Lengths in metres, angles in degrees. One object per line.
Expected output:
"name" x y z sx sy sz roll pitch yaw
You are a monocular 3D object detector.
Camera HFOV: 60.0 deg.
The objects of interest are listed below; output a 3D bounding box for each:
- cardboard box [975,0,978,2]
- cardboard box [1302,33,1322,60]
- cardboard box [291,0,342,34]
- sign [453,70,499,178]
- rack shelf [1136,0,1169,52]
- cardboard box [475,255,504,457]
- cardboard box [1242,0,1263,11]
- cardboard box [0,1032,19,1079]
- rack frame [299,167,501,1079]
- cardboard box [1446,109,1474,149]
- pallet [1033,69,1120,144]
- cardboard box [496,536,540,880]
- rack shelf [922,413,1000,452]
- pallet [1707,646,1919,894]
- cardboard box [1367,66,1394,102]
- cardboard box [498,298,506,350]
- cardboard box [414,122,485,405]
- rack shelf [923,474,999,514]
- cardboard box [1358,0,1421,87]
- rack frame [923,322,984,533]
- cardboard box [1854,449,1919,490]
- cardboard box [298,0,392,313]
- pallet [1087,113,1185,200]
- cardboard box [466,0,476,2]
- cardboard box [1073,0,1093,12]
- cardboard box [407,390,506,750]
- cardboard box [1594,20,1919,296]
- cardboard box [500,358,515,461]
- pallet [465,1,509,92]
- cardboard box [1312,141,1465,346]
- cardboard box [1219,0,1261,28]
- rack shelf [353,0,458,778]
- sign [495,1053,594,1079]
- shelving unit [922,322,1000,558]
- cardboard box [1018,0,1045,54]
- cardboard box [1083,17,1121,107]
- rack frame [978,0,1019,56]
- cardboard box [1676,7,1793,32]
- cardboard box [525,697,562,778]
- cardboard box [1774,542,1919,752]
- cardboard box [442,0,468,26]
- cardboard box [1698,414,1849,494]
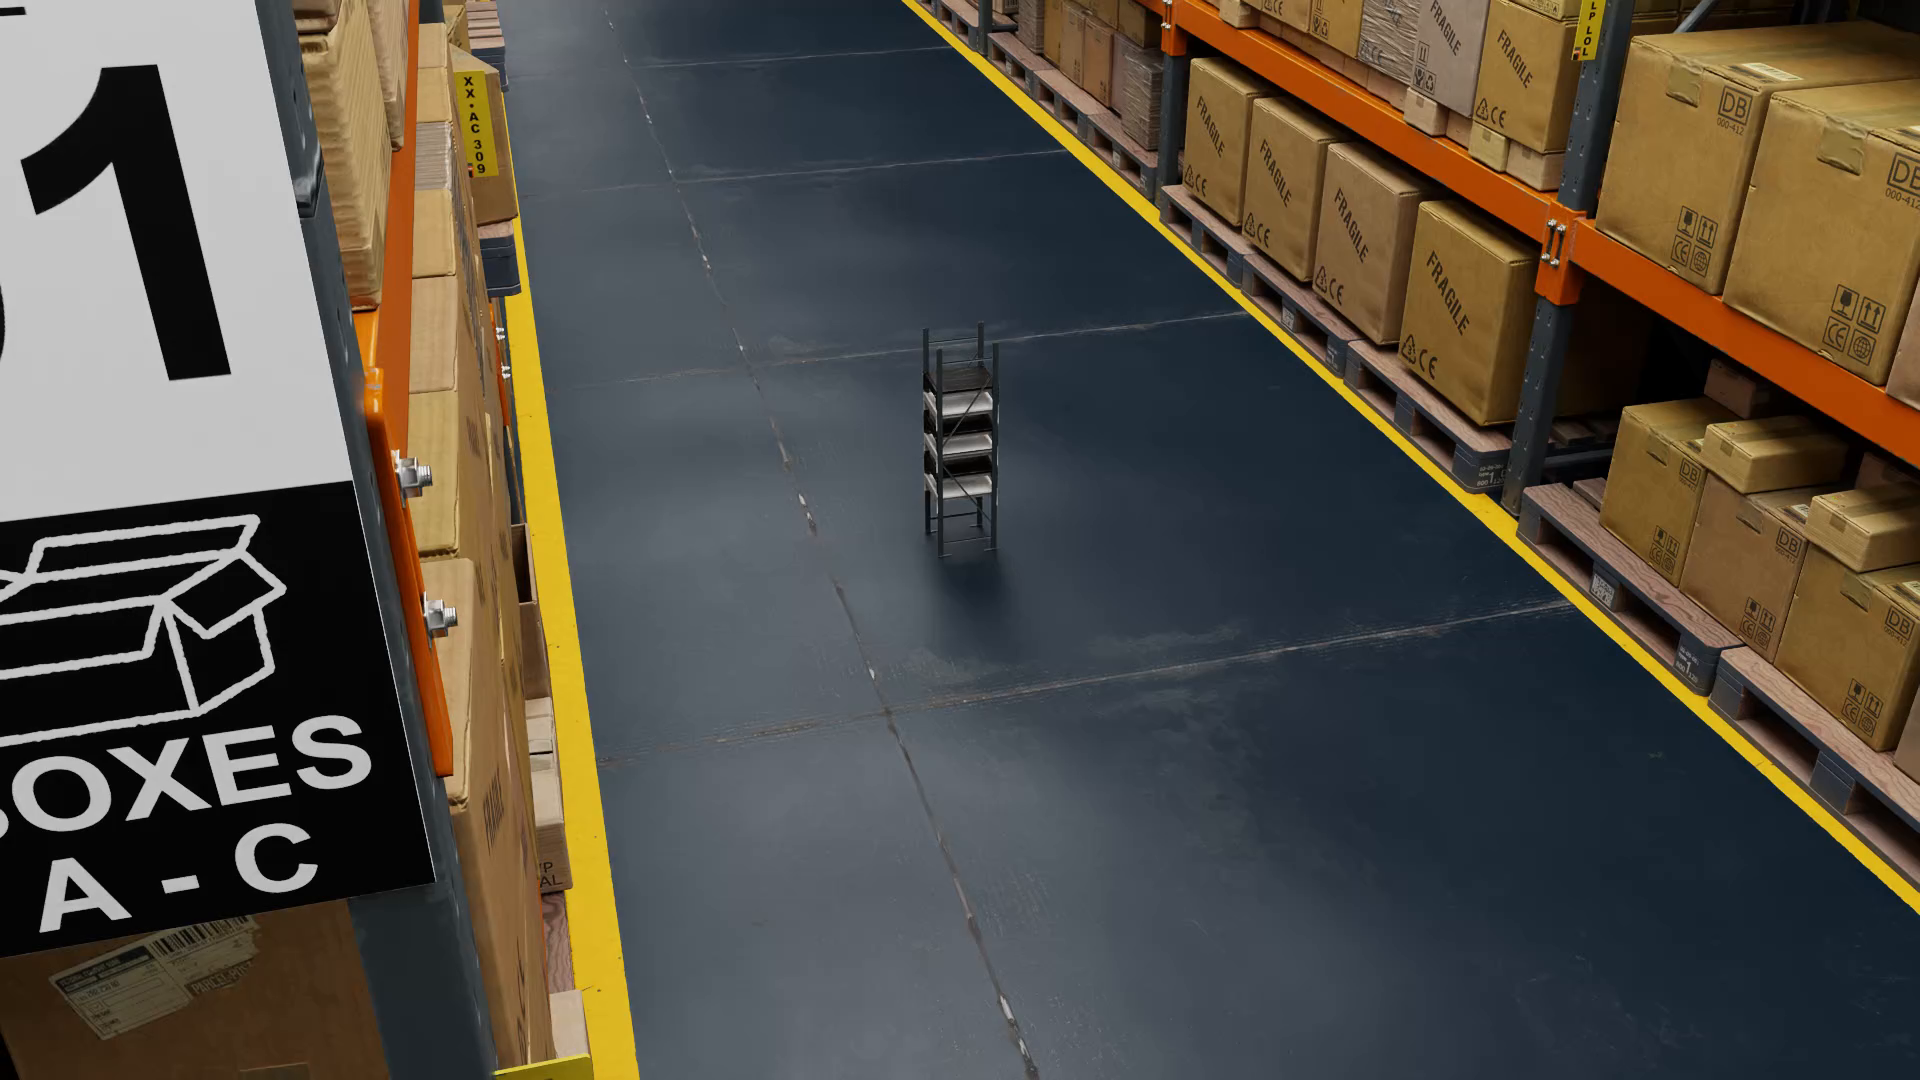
"cardboard box" 0.332 -4.949 14.362 0.500 0.500 0.500 -10 32 -17
"cardboard box" 1.940 -2.505 8.314 0.380 0.149 0.250 -7 31 -13
"cardboard box" -0.829 -0.621 1.485 0.500 0.250 0.500 -8 31 -13
"sign" -1.484 -1.271 5.087 0.100 0.325 0.005 -8 31 -13
"rack shelf" 1.177 -4.067 11.501 1.077 0.370 4.000 -8 31 -13
"cardboard box" -1.487 -0.407 4.360 0.500 0.500 0.500 -7 31 -12
"cardboard box" 1.720 -3.071 8.644 0.500 0.500 0.500 -7 31 -12
"cardboard box" -1.327 0.457 1.868 0.500 0.500 0.500 -8 31 -14
"rack frame" -0.944 1.112 1.835 1.000 3.000 0.127 -8 31 -13
"cardboard box" 2.292 -1.756 7.021 0.380 0.149 0.250 -7 31 -12
"pallet" 1.182 -3.172 12.019 1.003 0.211 1.213 -8 31 -13
"cardboard box" -1.080 0.328 3.090 0.500 0.500 0.500 -8 31 -13
"rack shelf" 0.002 -0.435 6.489 0.258 0.077 0.200 -8 31 -13
"pallet" 3.223 0.694 5.340 1.003 0.211 1.213 -8 31 -13
"cardboard box" 2.112 -2.126 7.659 0.380 0.149 0.250 -9 31 -15
"cardboard box" -2.456 -1.190 7.868 0.500 0.500 0.500 -9 31 -15
"cardboard box" -1.350 -0.596 3.687 0.500 0.500 0.500 -8 31 -13
"rack shelf" 0.002 -0.201 6.625 0.258 0.077 0.200 -8 31 -13
"cardboard box" 2.134 -2.340 7.381 0.500 0.500 0.500 -8 31 -13
"rack frame" -0.025 -0.435 6.603 0.240 0.900 0.006 -8 31 -13
"cardboard box" 3.234 -0.202 5.533 0.380 0.149 0.250 -9 31 -15
"cardboard box" -0.835 -0.404 1.608 0.500 0.250 0.500 -8 31 -13
"pallet" 1.502 -2.583 11.003 1.003 0.211 1.213 -8 31 -13
"cardboard box" -3.745 -3.761 12.019 0.500 0.311 0.500 -8 31 -13
"cardboard box" 1.119 -3.961 11.907 0.500 0.250 0.500 -9 31 -15
"cardboard box" -0.953 0.135 2.425 0.500 0.500 0.500 -8 31 -13
"cardboard box" 2.898 -1.346 5.782 0.980 0.700 0.700 -7 31 -13
"cardboard box" -2.051 -0.451 6.591 0.500 0.500 0.500 -7 31 -13
"pallet" -2.820 -2.351 8.009 1.213 0.211 1.003 -8 31 -13
"cardboard box" 2.233 -1.458 8.001 0.750 0.750 0.750 -7 31 -12
"cardboard box" 1.619 -2.860 8.928 0.380 0.149 0.250 -7 31 -12
"rack shelf" -1.475 -0.841 2.933 1.077 0.370 4.000 -8 31 -13
"sign" -0.421 0.665 1.743 0.100 0.325 0.005 -8 31 -13
"shelving unit" 0.002 -0.386 6.518 0.258 0.900 0.210 -8 31 -13
"cardboard box" 0.858 -4.100 12.895 0.700 0.500 0.500 -7 31 -12
"cardboard box" 1.283 -3.363 11.621 0.700 0.500 0.500 -8 31 -14
"rack frame" 0.646 -5.345 12.989 1.000 3.000 0.127 -8 31 -13
"cardboard box" 2.890 -1.917 6.651 0.500 0.500 0.500 -9 31 -15
"cardboard box" -1.423 0.634 5.067 0.380 0.149 0.250 -8 31 -13
"cardboard box" 3.133 0.285 5.339 0.700 0.500 0.500 -7 31 -12
"cardboard box" -2.791 -2.688 7.881 0.700 0.500 0.500 -19 35 -30
"cardboard box" 2.784 -0.297 5.697 0.380 0.149 0.250 -7 31 -12
